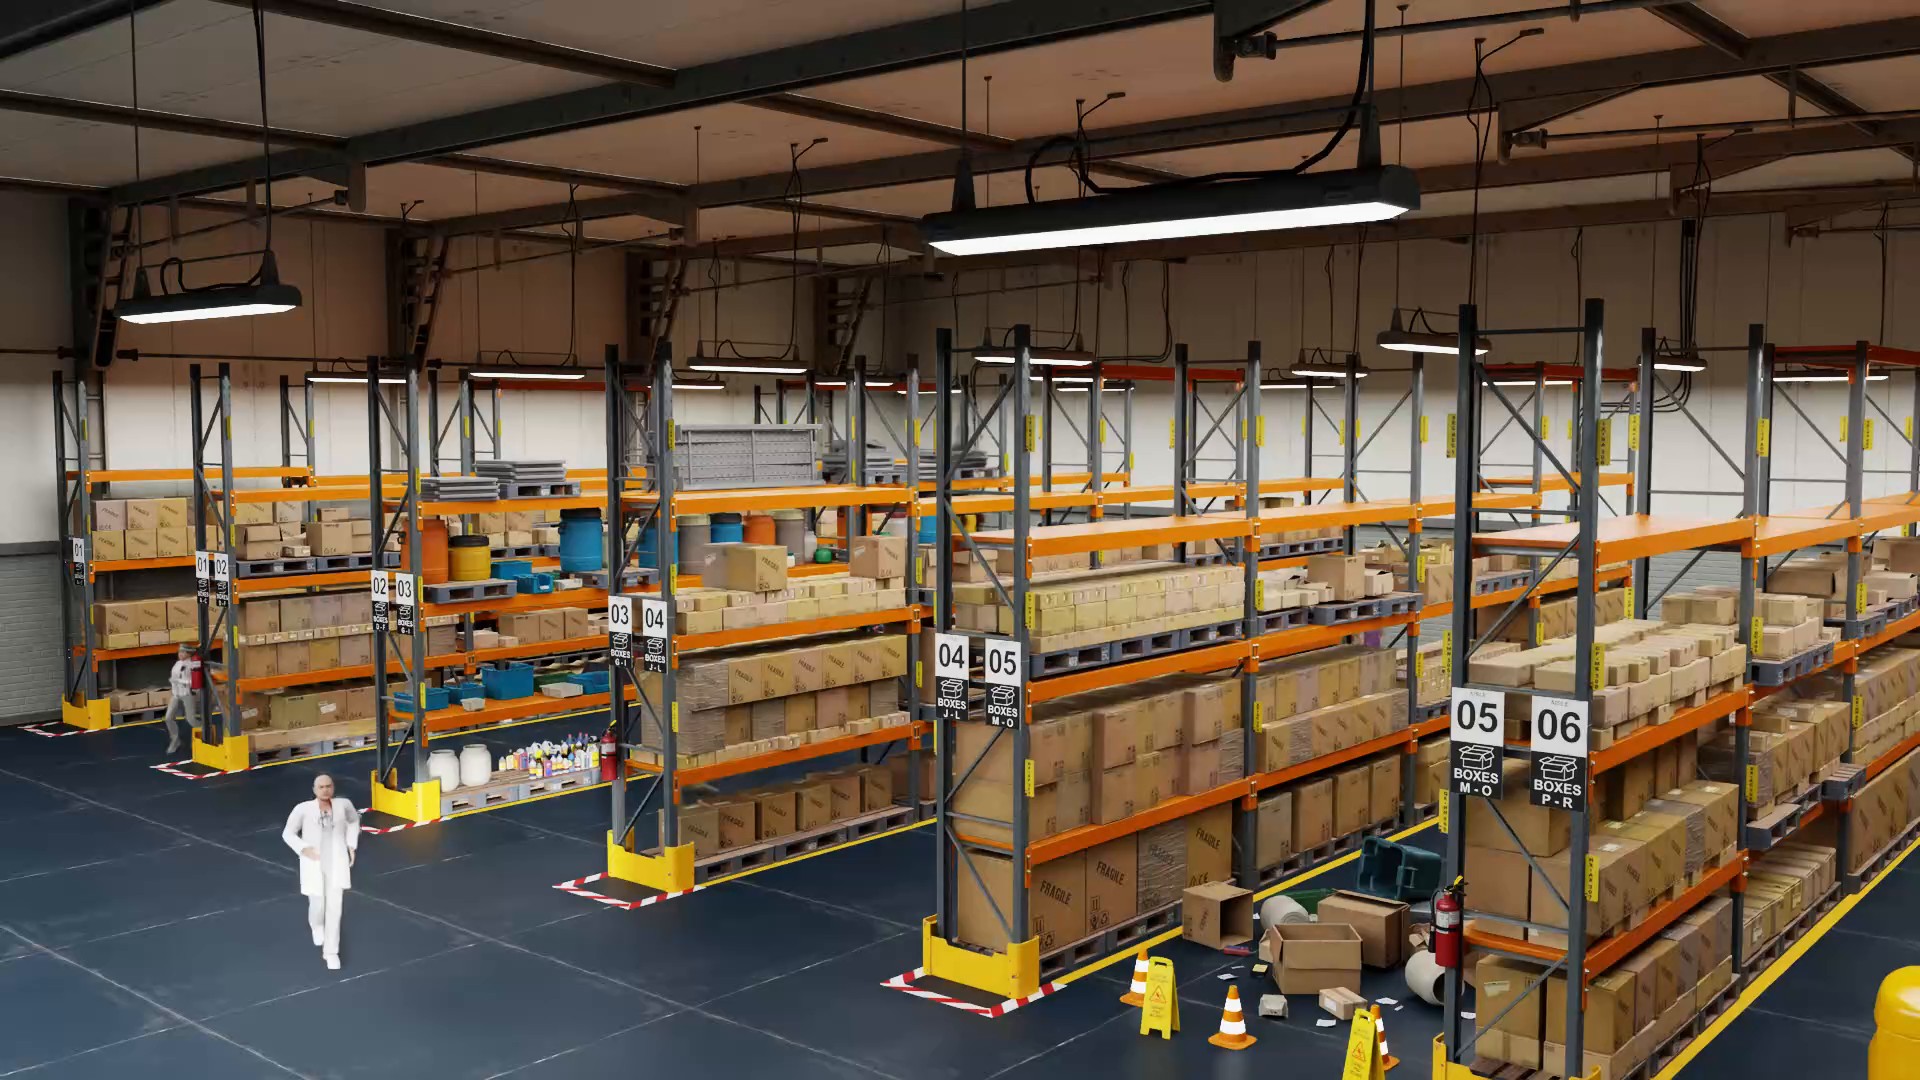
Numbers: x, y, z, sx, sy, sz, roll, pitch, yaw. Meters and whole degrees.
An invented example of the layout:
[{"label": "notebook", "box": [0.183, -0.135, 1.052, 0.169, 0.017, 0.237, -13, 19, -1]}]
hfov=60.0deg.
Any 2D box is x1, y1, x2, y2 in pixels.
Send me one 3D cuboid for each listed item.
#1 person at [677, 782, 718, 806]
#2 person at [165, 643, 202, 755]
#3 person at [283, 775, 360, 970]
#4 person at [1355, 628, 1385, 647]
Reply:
[{"label": "person", "box": [-3.504, 2.774, 21.470, 0.670, 1.677, 0.751, 3, 5, 38]}, {"label": "person", "box": [-12.071, 2.456, 25.893, 0.589, 1.716, 0.724, 2, 4, 20]}, {"label": "person", "box": [-6.109, 3.132, 15.959, 0.712, 1.782, 0.964, -2, 5, -25]}, {"label": "person", "box": [7.784, 2.090, 31.560, 0.545, 1.619, 0.792, -1, 4, -14]}]
